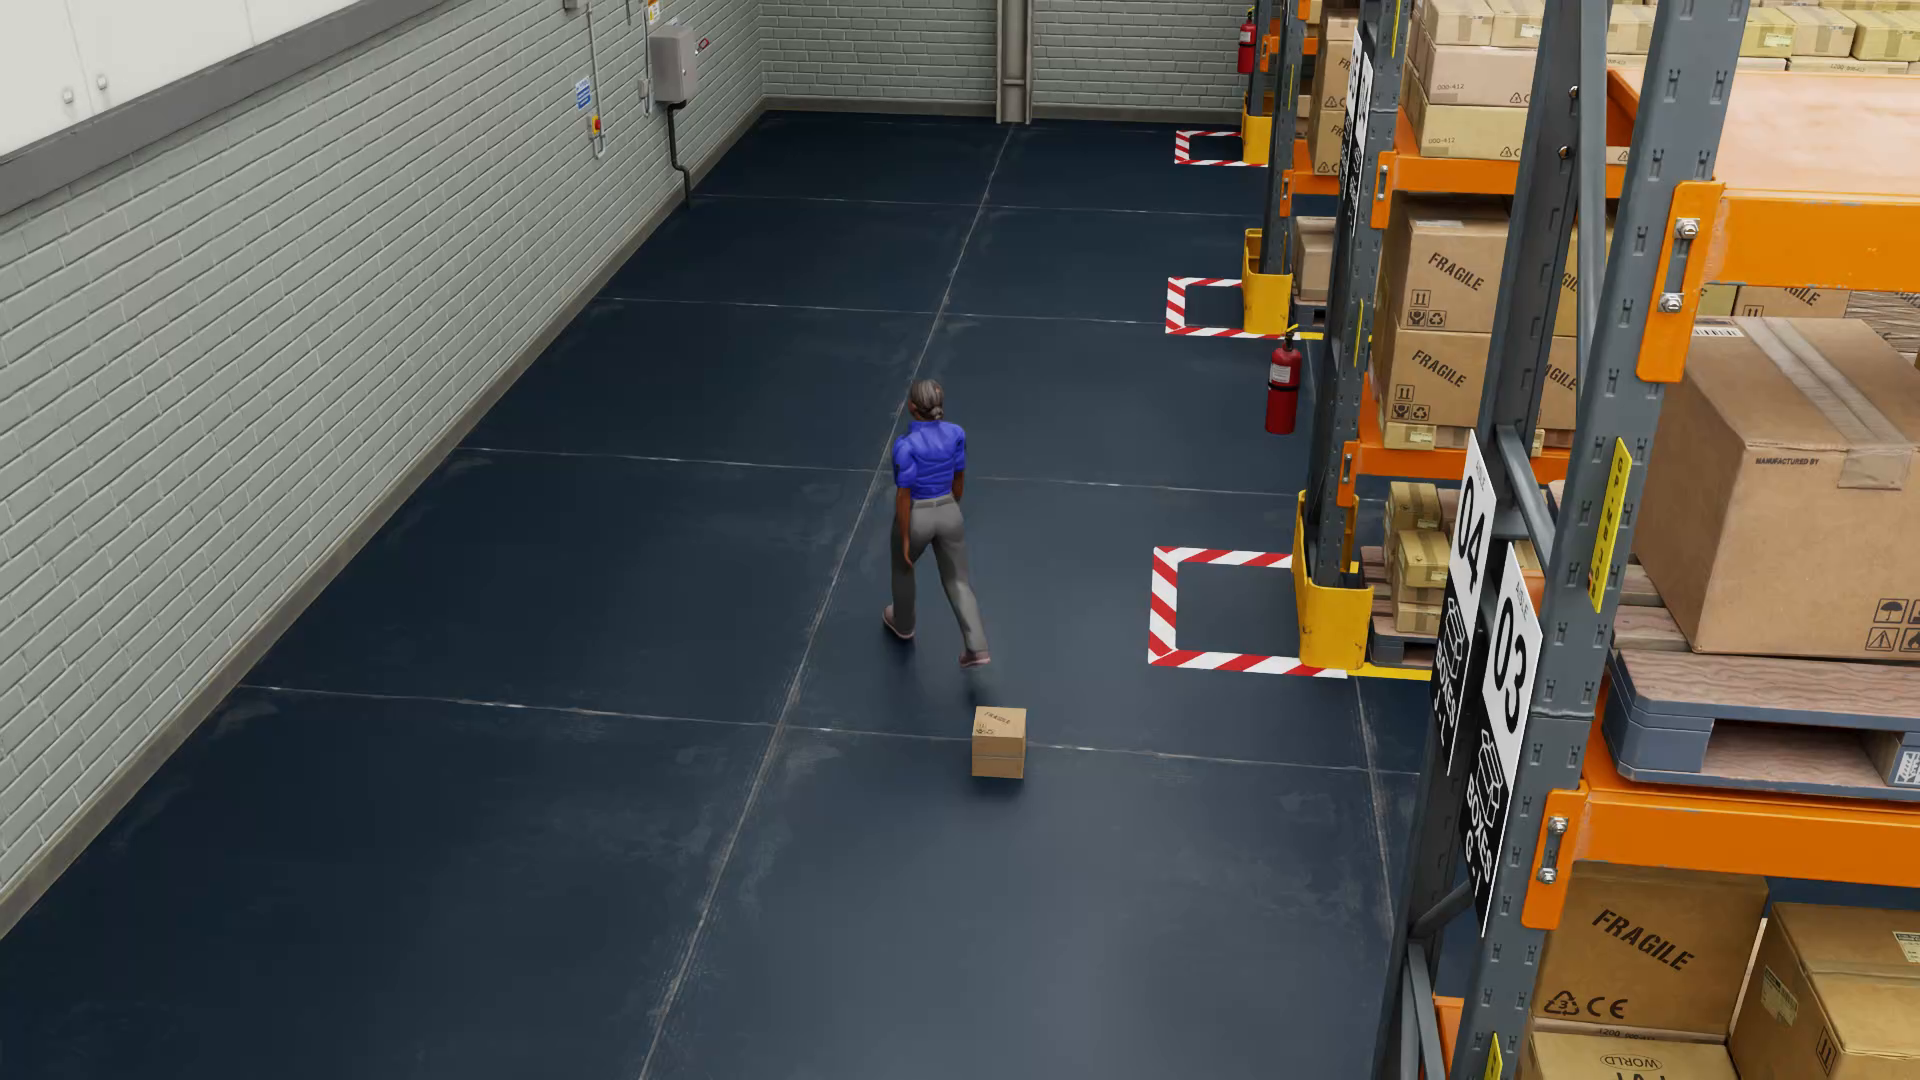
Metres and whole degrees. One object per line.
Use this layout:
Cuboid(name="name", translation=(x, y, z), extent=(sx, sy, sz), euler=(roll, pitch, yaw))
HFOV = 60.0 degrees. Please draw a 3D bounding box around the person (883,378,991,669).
Cuboid(name="person", translation=(-0.146, -0.084, 8.782), extent=(0.435, 1.610, 0.961), euler=(-12, 31, -22))
